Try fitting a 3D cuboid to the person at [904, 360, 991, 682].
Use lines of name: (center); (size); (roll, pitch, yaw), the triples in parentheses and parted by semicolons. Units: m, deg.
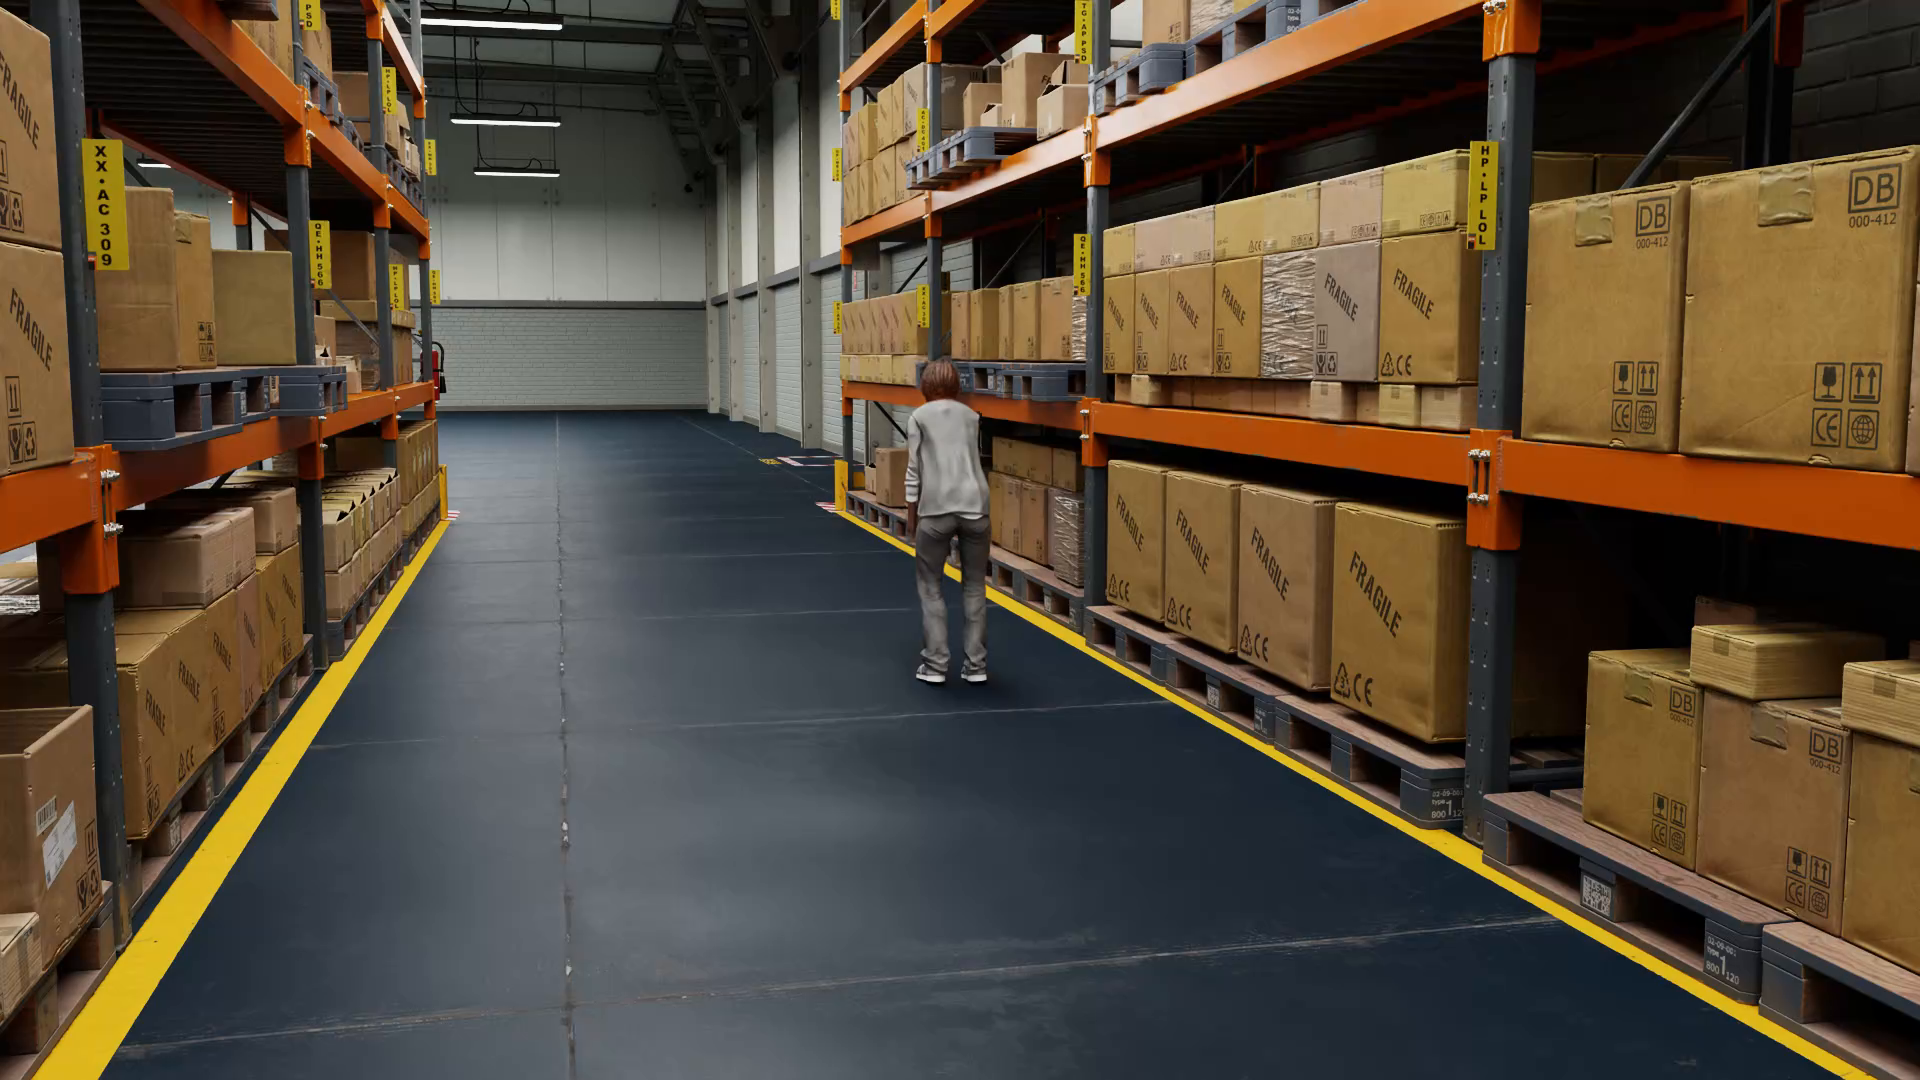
person: (-0.058, -0.089, 7.965); (0.373, 1.541, 0.541); (-2, 7, -15)
